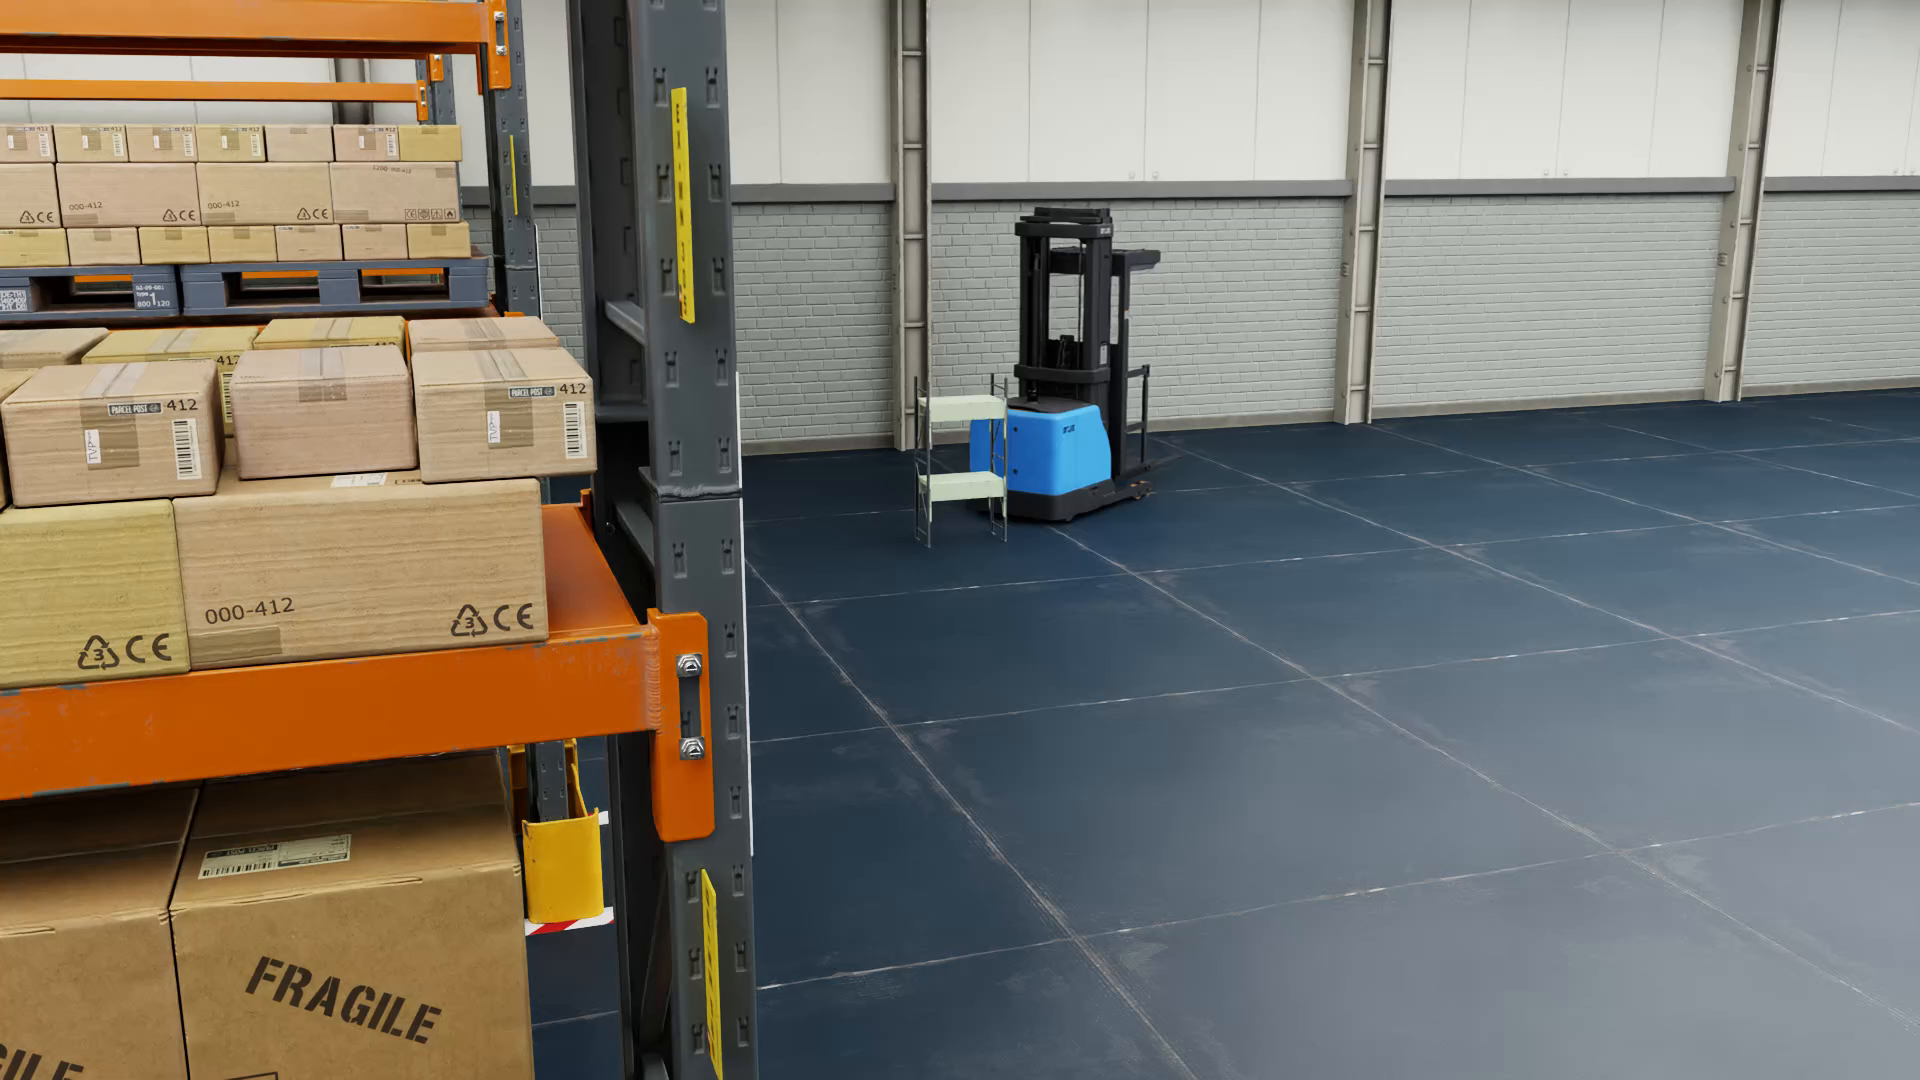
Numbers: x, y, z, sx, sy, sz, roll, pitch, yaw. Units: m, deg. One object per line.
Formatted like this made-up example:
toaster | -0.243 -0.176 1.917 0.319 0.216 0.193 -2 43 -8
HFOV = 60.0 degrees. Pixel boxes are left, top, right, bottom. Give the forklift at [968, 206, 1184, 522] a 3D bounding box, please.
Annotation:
forklift | 1.324 -1.888 16.855 1.130 2.935 3.031 9 16 33

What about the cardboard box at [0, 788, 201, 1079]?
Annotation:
cardboard box | -1.469 0.743 2.626 0.500 0.500 0.500 -4 14 -18

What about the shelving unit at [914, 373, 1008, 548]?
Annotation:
shelving unit | 0.006 -0.730 15.079 0.755 1.500 0.431 -4 14 -18

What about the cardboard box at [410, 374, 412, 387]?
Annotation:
cardboard box | -4.142 -0.977 12.016 0.500 0.500 0.500 -5 14 -19

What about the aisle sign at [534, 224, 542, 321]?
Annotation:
aisle sign | -1.878 -1.010 7.396 0.004 0.787 0.394 -4 14 -18

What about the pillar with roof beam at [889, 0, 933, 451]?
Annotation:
pillar with roof beam | 0.811 -4.536 14.873 0.400 9.000 9.100 -4 14 -18

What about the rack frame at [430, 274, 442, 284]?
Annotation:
rack frame | -5.302 -1.972 17.060 0.127 3.000 1.000 -4 14 -18

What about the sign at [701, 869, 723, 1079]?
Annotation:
sign | -0.396 0.696 2.658 0.005 0.325 0.100 -4 14 -18

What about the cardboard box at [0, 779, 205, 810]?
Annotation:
cardboard box | -1.639 0.626 3.117 0.500 0.500 0.500 -4 14 -18

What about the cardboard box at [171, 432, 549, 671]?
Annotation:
cardboard box | -0.930 -0.005 2.633 0.500 0.250 0.500 -4 14 -17

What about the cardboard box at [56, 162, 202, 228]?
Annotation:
cardboard box | -3.366 -1.419 6.808 0.500 0.250 0.500 -5 14 -18

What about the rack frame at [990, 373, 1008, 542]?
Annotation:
rack frame | 0.353 -0.757 15.192 0.023 1.500 0.400 -4 14 -18

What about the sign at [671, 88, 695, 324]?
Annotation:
sign | -0.396 -0.477 2.379 0.005 0.325 0.100 -4 14 -18

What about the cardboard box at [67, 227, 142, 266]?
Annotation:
cardboard box | -3.452 -1.203 6.764 0.250 0.149 0.380 -4 14 -18

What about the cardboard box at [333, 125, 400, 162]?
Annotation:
cardboard box | -2.489 -1.666 6.987 0.250 0.149 0.380 -4 14 -18

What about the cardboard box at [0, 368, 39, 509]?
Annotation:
cardboard box | -1.457 -0.140 2.338 0.250 0.149 0.380 -4 14 -18

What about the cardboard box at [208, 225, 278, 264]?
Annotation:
cardboard box | -2.970 -1.241 6.922 0.250 0.149 0.380 -4 14 -18

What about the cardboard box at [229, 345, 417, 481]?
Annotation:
cardboard box | -1.002 -0.208 2.624 0.250 0.149 0.380 -5 14 -20

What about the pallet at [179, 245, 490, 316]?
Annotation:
pallet | -2.740 -1.165 7.374 1.213 0.211 1.003 -4 14 -18

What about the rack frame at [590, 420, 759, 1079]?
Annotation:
rack frame | -0.554 1.290 3.346 0.127 3.000 1.000 -4 14 -18

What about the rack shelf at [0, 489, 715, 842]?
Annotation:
rack shelf | -2.450 0.328 2.462 4.000 0.370 1.077 -4 14 -18

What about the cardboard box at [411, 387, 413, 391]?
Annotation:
cardboard box | -2.405 -0.385 7.729 0.550 0.550 0.875 -4 14 -18

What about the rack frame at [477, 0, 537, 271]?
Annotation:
rack frame | -2.041 -2.724 7.257 0.127 3.000 1.000 -4 14 -18

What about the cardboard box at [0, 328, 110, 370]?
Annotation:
cardboard box | -1.647 -0.273 2.896 0.250 0.149 0.380 -4 14 -16

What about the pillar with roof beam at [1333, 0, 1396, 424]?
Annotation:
pillar with roof beam | 6.497 -4.979 16.734 0.400 9.000 9.100 -4 14 -18

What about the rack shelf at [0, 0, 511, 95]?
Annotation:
rack shelf | -3.936 -2.032 6.766 4.000 0.370 1.077 -4 14 -18

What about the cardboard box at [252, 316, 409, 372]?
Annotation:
cardboard box | -1.166 -0.323 3.107 0.250 0.149 0.380 -4 14 -17

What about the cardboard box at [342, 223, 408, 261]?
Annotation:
cardboard box | -2.487 -1.278 7.080 0.250 0.149 0.380 -4 14 -18

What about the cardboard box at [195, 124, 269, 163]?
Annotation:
cardboard box | -2.977 -1.628 6.826 0.250 0.149 0.380 -4 14 -17

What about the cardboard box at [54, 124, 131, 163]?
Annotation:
cardboard box | -3.457 -1.591 6.669 0.250 0.149 0.380 -5 14 -19

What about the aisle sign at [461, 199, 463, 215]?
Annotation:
aisle sign | -3.564 -2.090 11.935 0.004 0.787 0.394 -4 14 -18

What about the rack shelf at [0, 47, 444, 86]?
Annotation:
rack shelf | -5.611 -3.303 11.253 4.000 0.370 1.077 -4 14 -18

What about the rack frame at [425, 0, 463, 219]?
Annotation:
rack frame | -3.715 -3.802 11.790 0.127 3.000 1.000 -4 14 -18

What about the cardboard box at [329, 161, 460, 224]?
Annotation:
cardboard box | -2.415 -1.492 7.117 0.500 0.250 0.500 -4 14 -17

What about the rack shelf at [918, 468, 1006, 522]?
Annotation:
rack shelf | 0.006 -0.413 15.154 0.720 0.370 0.431 -4 14 -18
